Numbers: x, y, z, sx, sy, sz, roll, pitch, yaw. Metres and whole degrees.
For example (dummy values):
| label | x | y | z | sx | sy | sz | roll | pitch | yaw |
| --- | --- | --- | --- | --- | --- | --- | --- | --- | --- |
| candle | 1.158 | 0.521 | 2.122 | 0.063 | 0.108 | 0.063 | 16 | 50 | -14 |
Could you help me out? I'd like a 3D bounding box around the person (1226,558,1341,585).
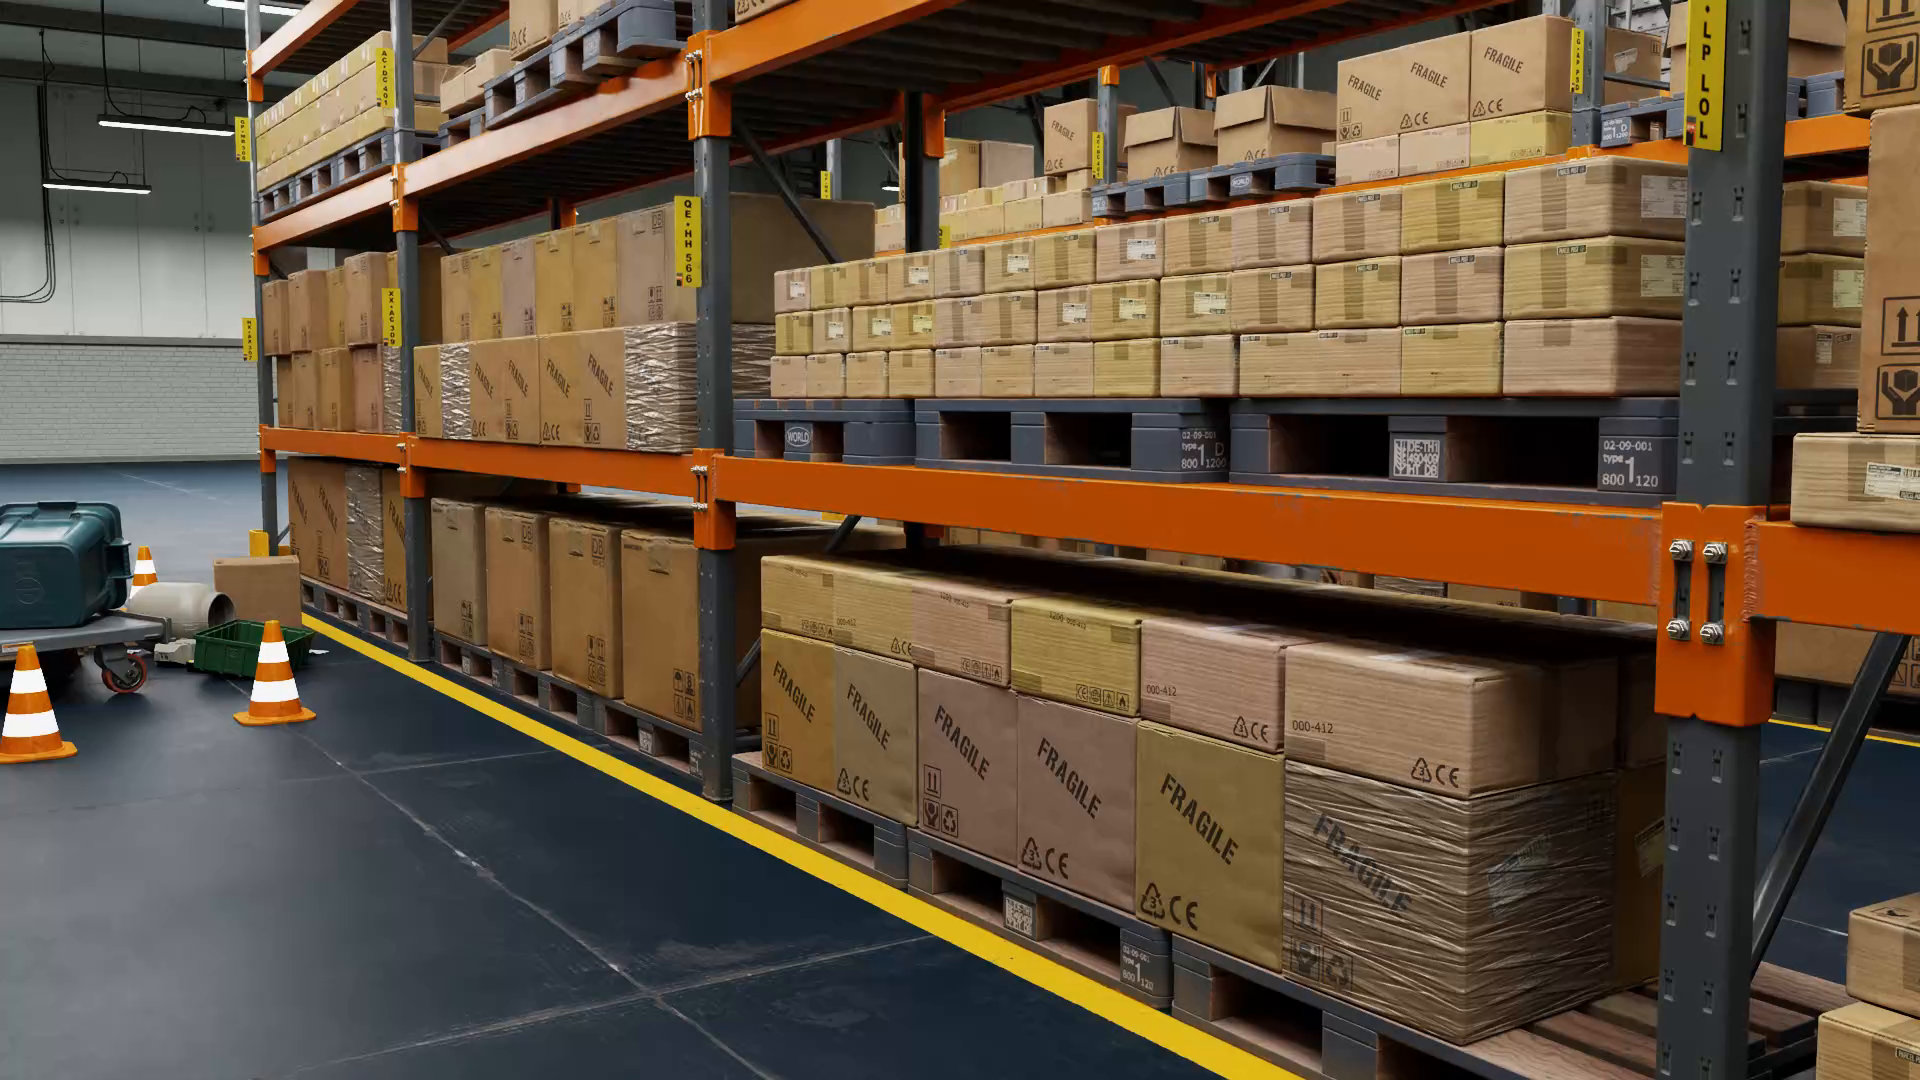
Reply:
| label | x | y | z | sx | sy | sz | roll | pitch | yaw |
| --- | --- | --- | --- | --- | --- | --- | --- | --- | --- |
| person | 1.309 | 0.093 | 6.627 | 0.454 | 1.706 | 0.431 | -3 | 6 | -32 |
